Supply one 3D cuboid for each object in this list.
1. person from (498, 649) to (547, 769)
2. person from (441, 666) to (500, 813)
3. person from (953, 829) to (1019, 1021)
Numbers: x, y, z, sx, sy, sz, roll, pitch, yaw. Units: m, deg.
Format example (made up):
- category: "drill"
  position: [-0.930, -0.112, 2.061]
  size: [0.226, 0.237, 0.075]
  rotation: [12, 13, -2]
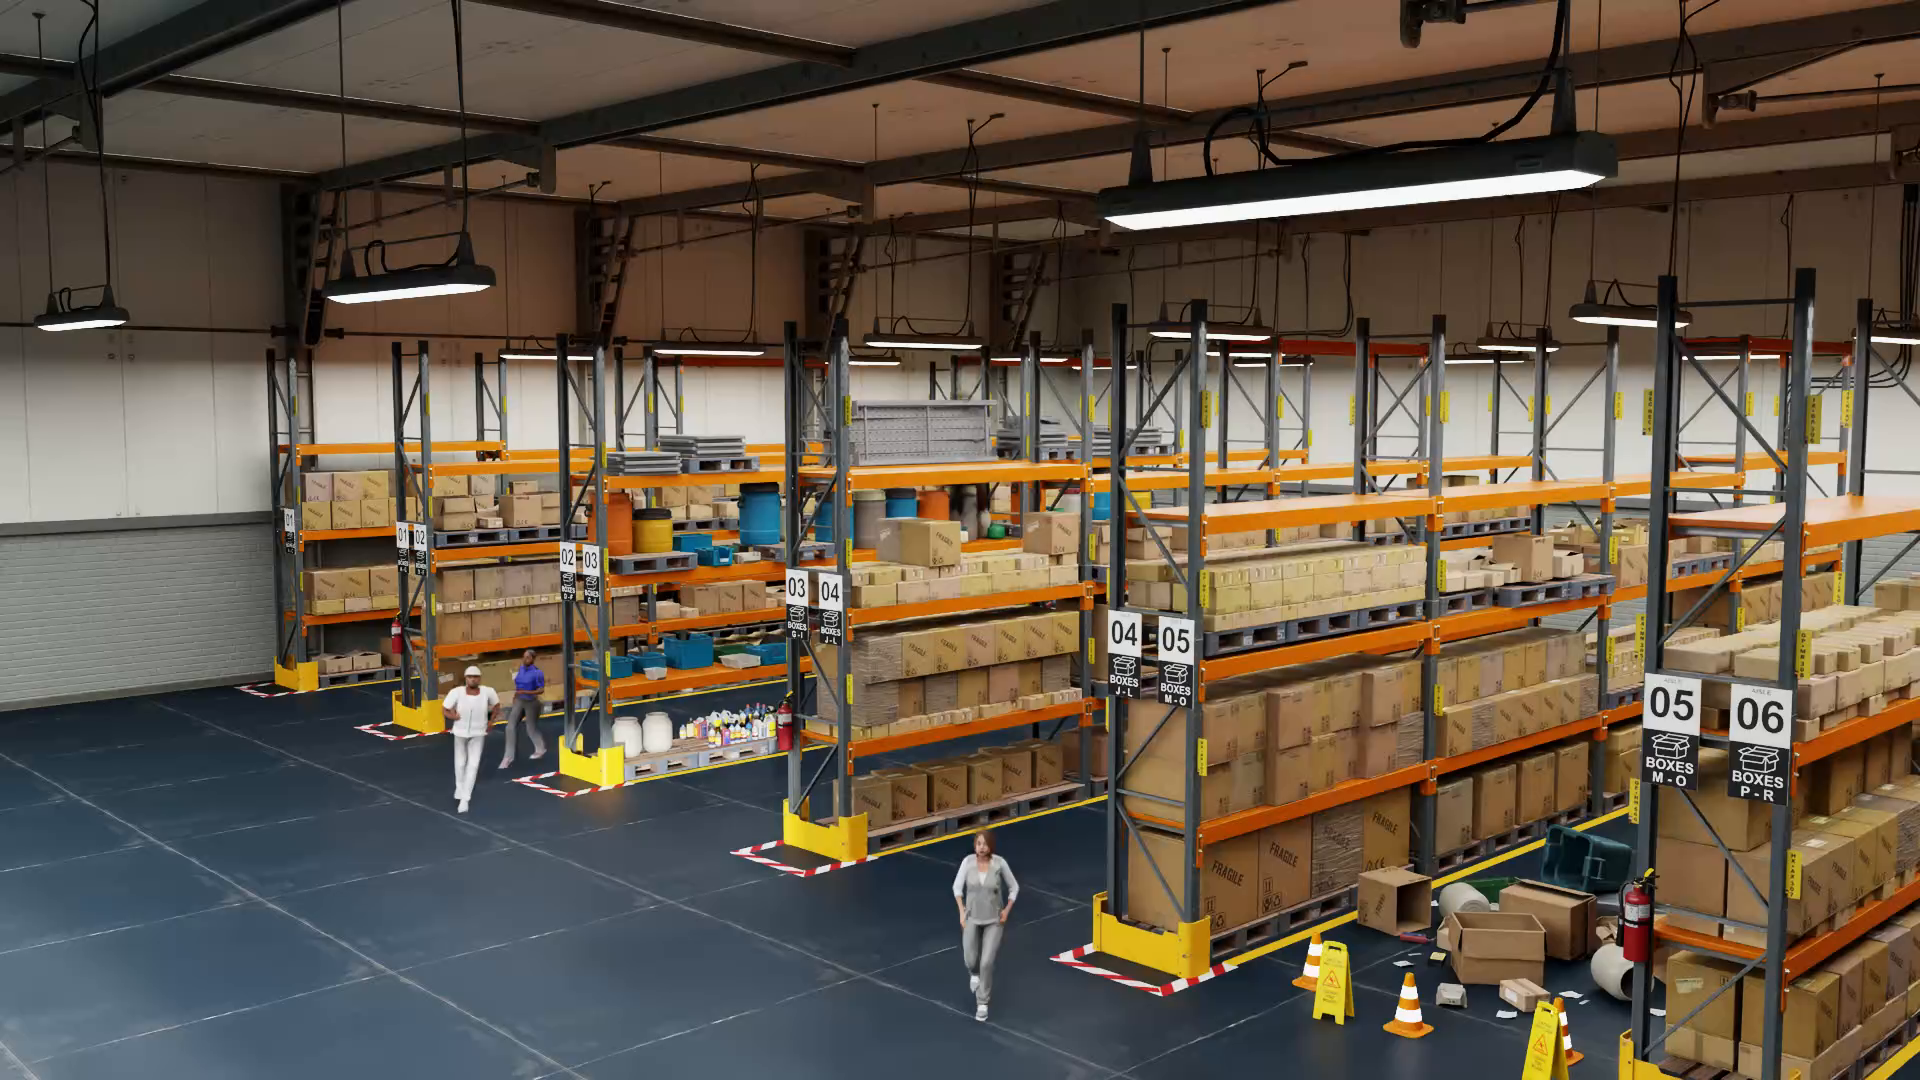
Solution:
- category: "person"
  position: [-6.026, 2.351, 23.283]
  size: [0.596, 1.685, 0.776]
  rotation: [2, 5, 22]
- category: "person"
  position: [-6.176, 2.471, 20.990]
  size: [0.699, 1.794, 0.847]
  rotation: [-1, 5, -11]
- category: "person"
  position: [0.218, 3.194, 13.971]
  size: [0.561, 1.564, 0.542]
  rotation: [1, 5, 7]
